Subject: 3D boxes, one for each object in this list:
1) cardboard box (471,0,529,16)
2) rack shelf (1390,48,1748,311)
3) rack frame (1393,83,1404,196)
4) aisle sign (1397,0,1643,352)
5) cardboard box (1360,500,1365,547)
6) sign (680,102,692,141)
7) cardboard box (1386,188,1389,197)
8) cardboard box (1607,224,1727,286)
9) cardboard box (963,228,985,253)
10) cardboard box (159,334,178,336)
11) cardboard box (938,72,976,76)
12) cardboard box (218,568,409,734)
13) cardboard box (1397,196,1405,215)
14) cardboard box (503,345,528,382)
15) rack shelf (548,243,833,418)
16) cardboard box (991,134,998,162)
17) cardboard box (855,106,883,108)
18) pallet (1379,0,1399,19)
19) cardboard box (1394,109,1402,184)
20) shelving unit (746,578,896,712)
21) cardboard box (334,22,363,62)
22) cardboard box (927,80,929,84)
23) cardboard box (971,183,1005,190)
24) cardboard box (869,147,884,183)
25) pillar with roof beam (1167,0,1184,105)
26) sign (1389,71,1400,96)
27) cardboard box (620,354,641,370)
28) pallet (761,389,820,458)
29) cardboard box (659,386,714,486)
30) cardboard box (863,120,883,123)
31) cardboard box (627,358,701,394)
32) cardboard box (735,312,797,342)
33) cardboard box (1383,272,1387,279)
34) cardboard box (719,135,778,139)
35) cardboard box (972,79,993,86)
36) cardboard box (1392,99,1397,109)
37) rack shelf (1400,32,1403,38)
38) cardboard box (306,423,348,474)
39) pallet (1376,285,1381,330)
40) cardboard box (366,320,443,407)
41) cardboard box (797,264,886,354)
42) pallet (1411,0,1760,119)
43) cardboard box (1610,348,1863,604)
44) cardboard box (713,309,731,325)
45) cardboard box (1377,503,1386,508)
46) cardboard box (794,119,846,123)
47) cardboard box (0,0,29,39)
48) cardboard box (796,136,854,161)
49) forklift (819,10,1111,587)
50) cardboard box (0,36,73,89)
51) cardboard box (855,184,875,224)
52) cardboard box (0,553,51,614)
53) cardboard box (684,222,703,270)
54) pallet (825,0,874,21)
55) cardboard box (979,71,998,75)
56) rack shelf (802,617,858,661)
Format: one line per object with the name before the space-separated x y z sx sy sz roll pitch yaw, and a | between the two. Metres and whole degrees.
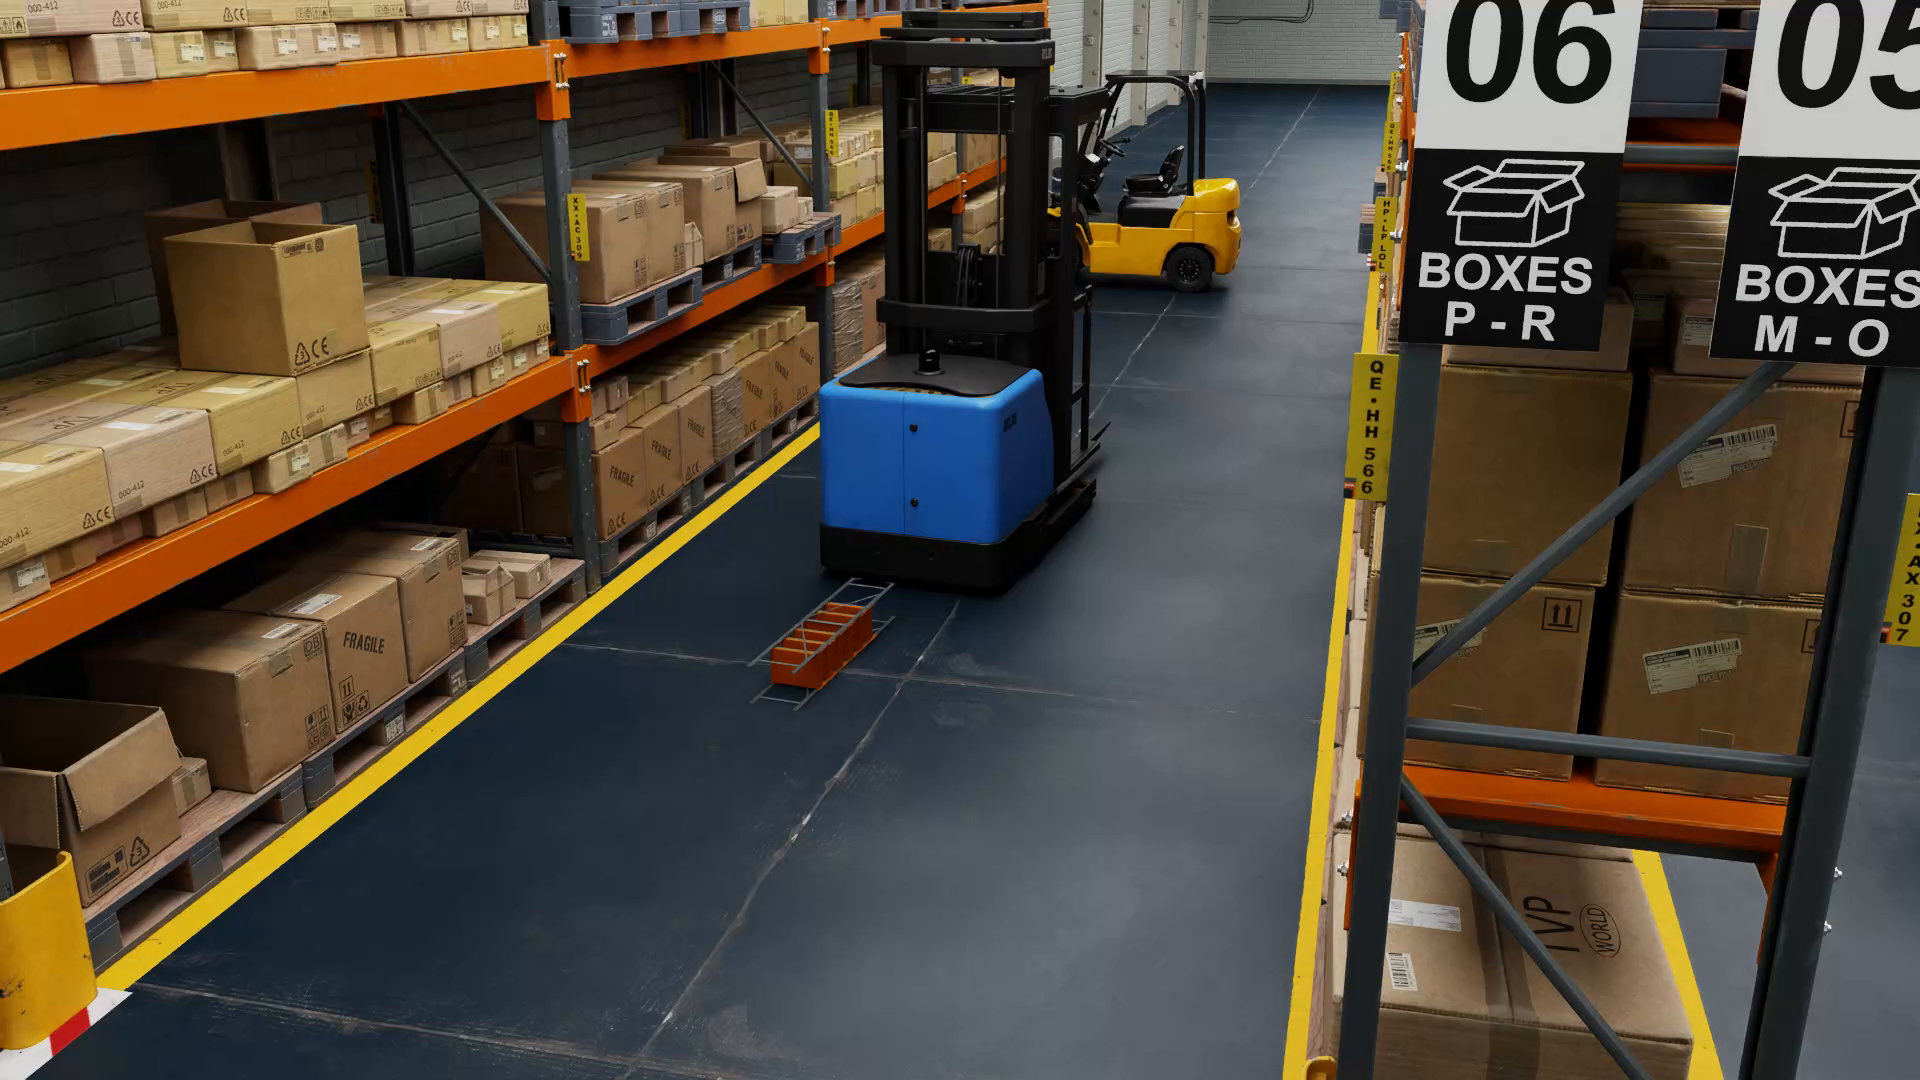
cardboard box | -2.297 -2.497 7.490 0.500 0.250 0.500 5 19 14
rack shelf | 1.903 -1.240 5.151 1.077 0.370 4.000 5 19 13
rack frame | 3.369 -2.042 11.025 1.000 3.000 0.127 5 19 13
aisle sign | 1.096 -0.767 3.270 0.394 0.787 0.004 5 19 13
cardboard box | 2.679 -0.466 9.049 0.875 0.875 0.875 5 20 15
sign | -1.984 -3.024 12.108 0.100 0.325 0.005 5 19 13
cardboard box | 3.234 -2.415 11.858 0.380 0.149 0.250 4 19 13
cardboard box | 1.999 -0.782 4.631 0.380 0.149 0.250 5 19 14
cardboard box | -0.050 -2.948 16.508 0.500 0.250 0.500 5 19 13
cardboard box | -3.049 -0.796 7.148 0.500 0.250 0.500 5 20 15
cardboard box | -0.042 -5.023 18.134 0.380 0.149 0.250 5 20 15
cardboard box | -2.686 0.452 6.941 0.500 0.500 0.500 5 19 14
cardboard box | 1.911 -1.021 6.334 0.500 0.500 0.500 4 19 13
cardboard box | -2.298 -0.857 7.945 0.380 0.149 0.250 5 20 15
rack shelf | -1.934 -1.466 10.451 1.077 0.370 4.000 5 19 13
cardboard box | 0.128 -4.176 17.118 0.500 0.500 0.500 4 19 13
cardboard box | -0.762 -3.948 15.446 0.380 0.149 0.250 4 19 12
pallet | 3.842 -4.116 12.747 1.213 0.211 1.003 5 19 13
cardboard box | 3.011 -2.427 10.452 0.500 0.500 0.500 4 19 12
shelving unit | -0.642 0.481 7.977 0.258 0.189 1.200 7 20 19
cardboard box | -2.574 -1.946 6.493 0.380 0.149 0.250 5 19 14
cardboard box | -0.529 -4.548 16.745 0.380 0.149 0.250 4 19 12
cardboard box | 0.336 -3.664 17.833 0.500 0.250 0.500 4 19 12
cardboard box | -0.831 -3.038 13.399 0.500 0.250 0.500 4 19 12
pillar with roof beam | 9.504 -14.815 39.139 9.100 9.000 0.400 5 19 13
sign | 4.797 -5.002 18.352 0.100 0.325 0.005 5 19 13
cardboard box | -2.246 -1.126 10.558 0.380 0.149 0.250 4 19 11
pallet | -1.664 -0.882 11.944 1.003 0.211 1.213 5 19 13
cardboard box | -1.839 -0.653 10.175 0.500 0.500 0.500 4 19 12
cardboard box | -0.609 -3.424 13.914 0.380 0.149 0.250 4 19 12
cardboard box | -1.819 -1.008 10.211 0.380 0.149 0.250 5 20 15
cardboard box | -1.357 -1.493 11.632 0.380 0.149 0.250 4 19 11
cardboard box | 2.608 -1.593 9.170 0.500 0.250 0.500 5 19 14
cardboard box | -1.606 -2.996 12.660 0.380 0.149 0.250 5 20 15
cardboard box | 0.127 -4.584 16.849 0.380 0.149 0.250 4 19 13
cardboard box | 3.698 -3.247 13.290 0.500 0.500 0.500 5 19 13
rack shelf | 4.835 -5.002 16.163 1.077 0.370 4.000 5 19 13
cardboard box | -2.646 -0.372 6.524 0.380 0.149 0.250 5 20 15
pallet | 4.476 -2.189 15.771 1.003 0.211 1.213 5 19 13
cardboard box | -2.553 -0.757 7.034 0.500 0.250 0.500 5 19 13
cardboard box | -1.127 -1.908 13.656 0.875 0.625 0.625 5 20 15
pallet | 1.586 -1.145 3.897 1.003 0.211 1.213 5 19 13
cardboard box | 1.808 -0.183 3.881 0.500 0.500 0.500 4 19 12
cardboard box | -1.875 -1.617 11.994 0.380 0.149 0.250 6 20 16
cardboard box | 1.413 0.090 4.629 0.500 0.500 0.500 4 19 12
cardboard box | -1.179 -3.473 14.058 0.380 0.149 0.250 5 19 14
cardboard box | -3.026 -1.532 4.664 0.500 0.250 0.500 4 19 13
cardboard box | -1.018 -2.948 12.518 0.380 0.149 0.250 5 20 15
forklift | 0.208 -1.577 9.770 1.130 2.935 3.031 7 20 18
cardboard box | -2.979 -1.471 5.101 0.380 0.149 0.250 5 19 14
cardboard box | -0.972 -2.639 13.005 0.500 0.250 0.500 4 19 12
cardboard box | -3.053 0.112 5.107 0.380 0.149 0.250 5 19 13
cardboard box | -1.711 -1.719 9.639 0.396 0.266 0.258 6 20 16
pallet | -1.366 -3.983 12.359 1.213 0.211 1.003 6 20 16
cardboard box | 0.426 -5.070 18.273 0.380 0.149 0.250 5 19 14
rack shelf | -0.627 0.467 8.016 0.258 0.180 0.103 7 20 19
